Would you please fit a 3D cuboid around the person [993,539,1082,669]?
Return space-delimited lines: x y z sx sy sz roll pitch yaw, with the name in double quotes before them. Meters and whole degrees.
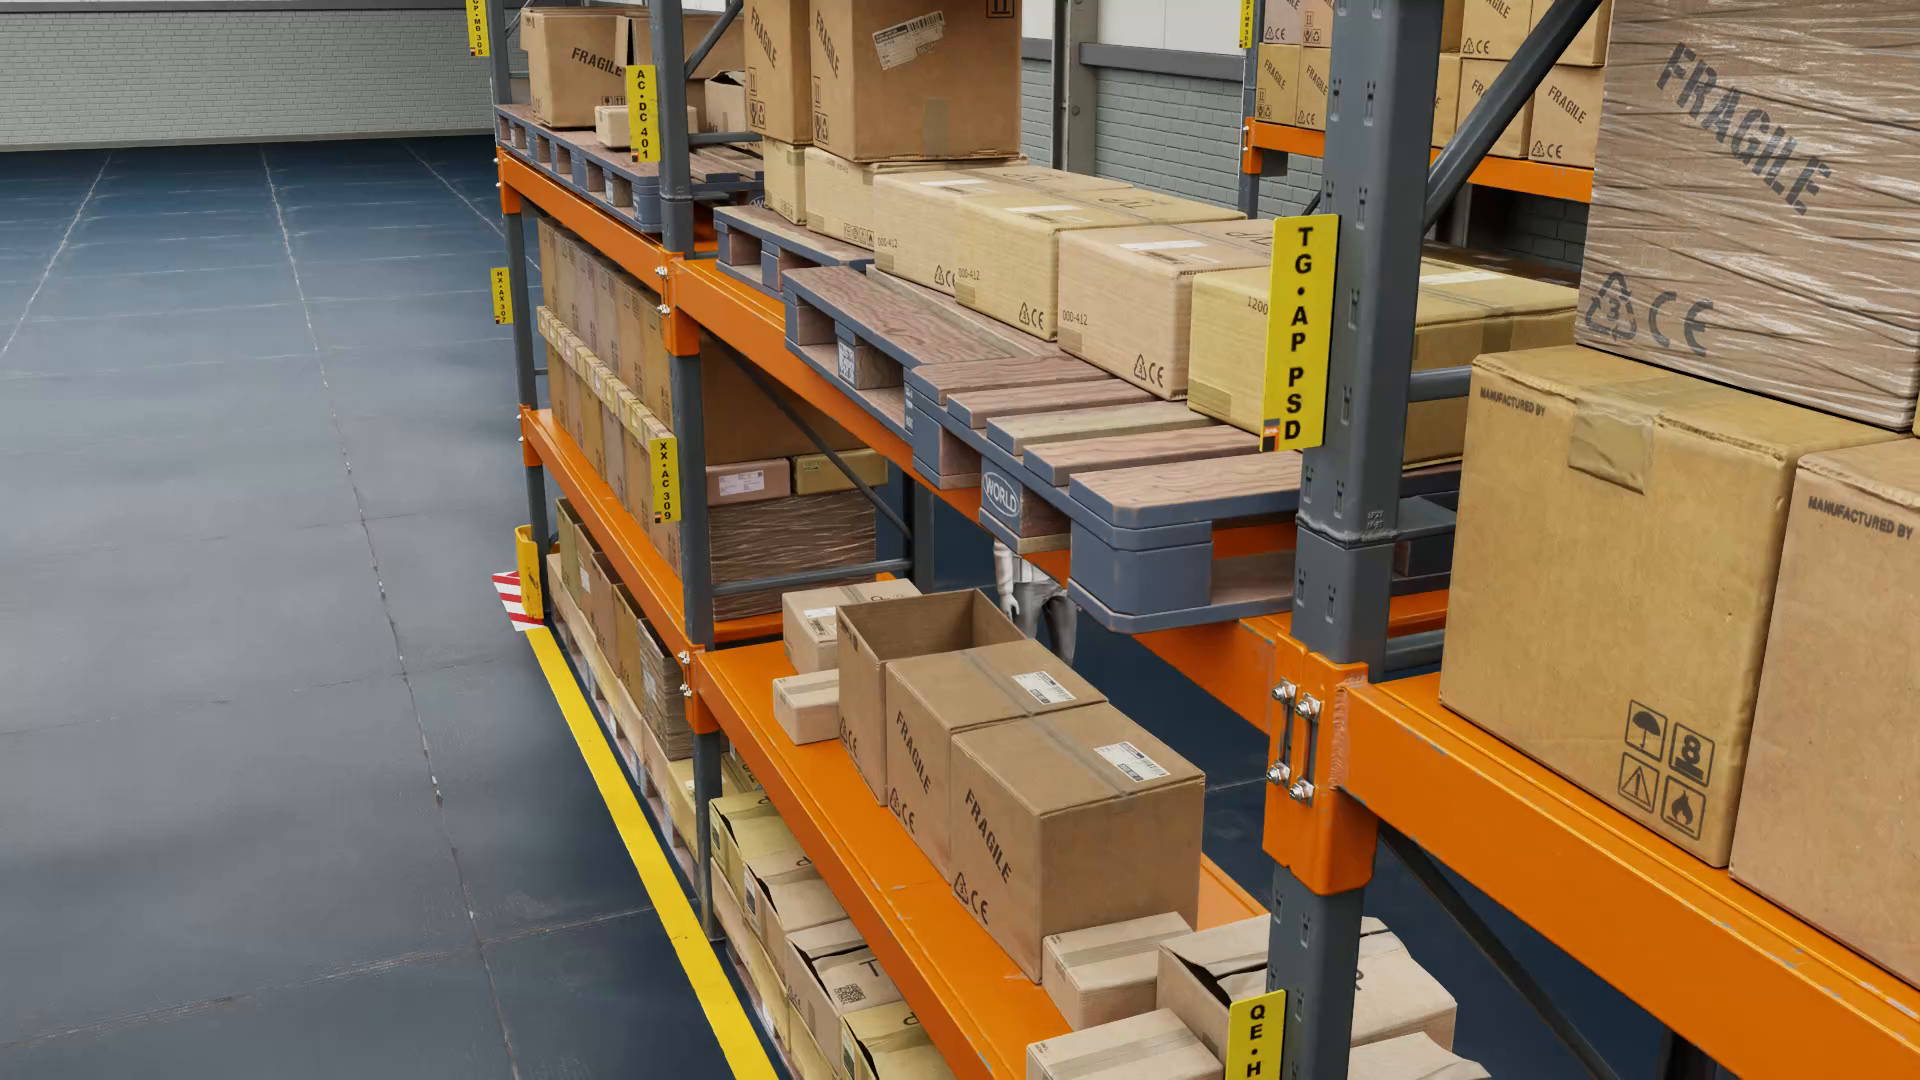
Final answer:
"person" 0.422 0.245 8.348 0.534 1.662 0.374 -9 21 -24
